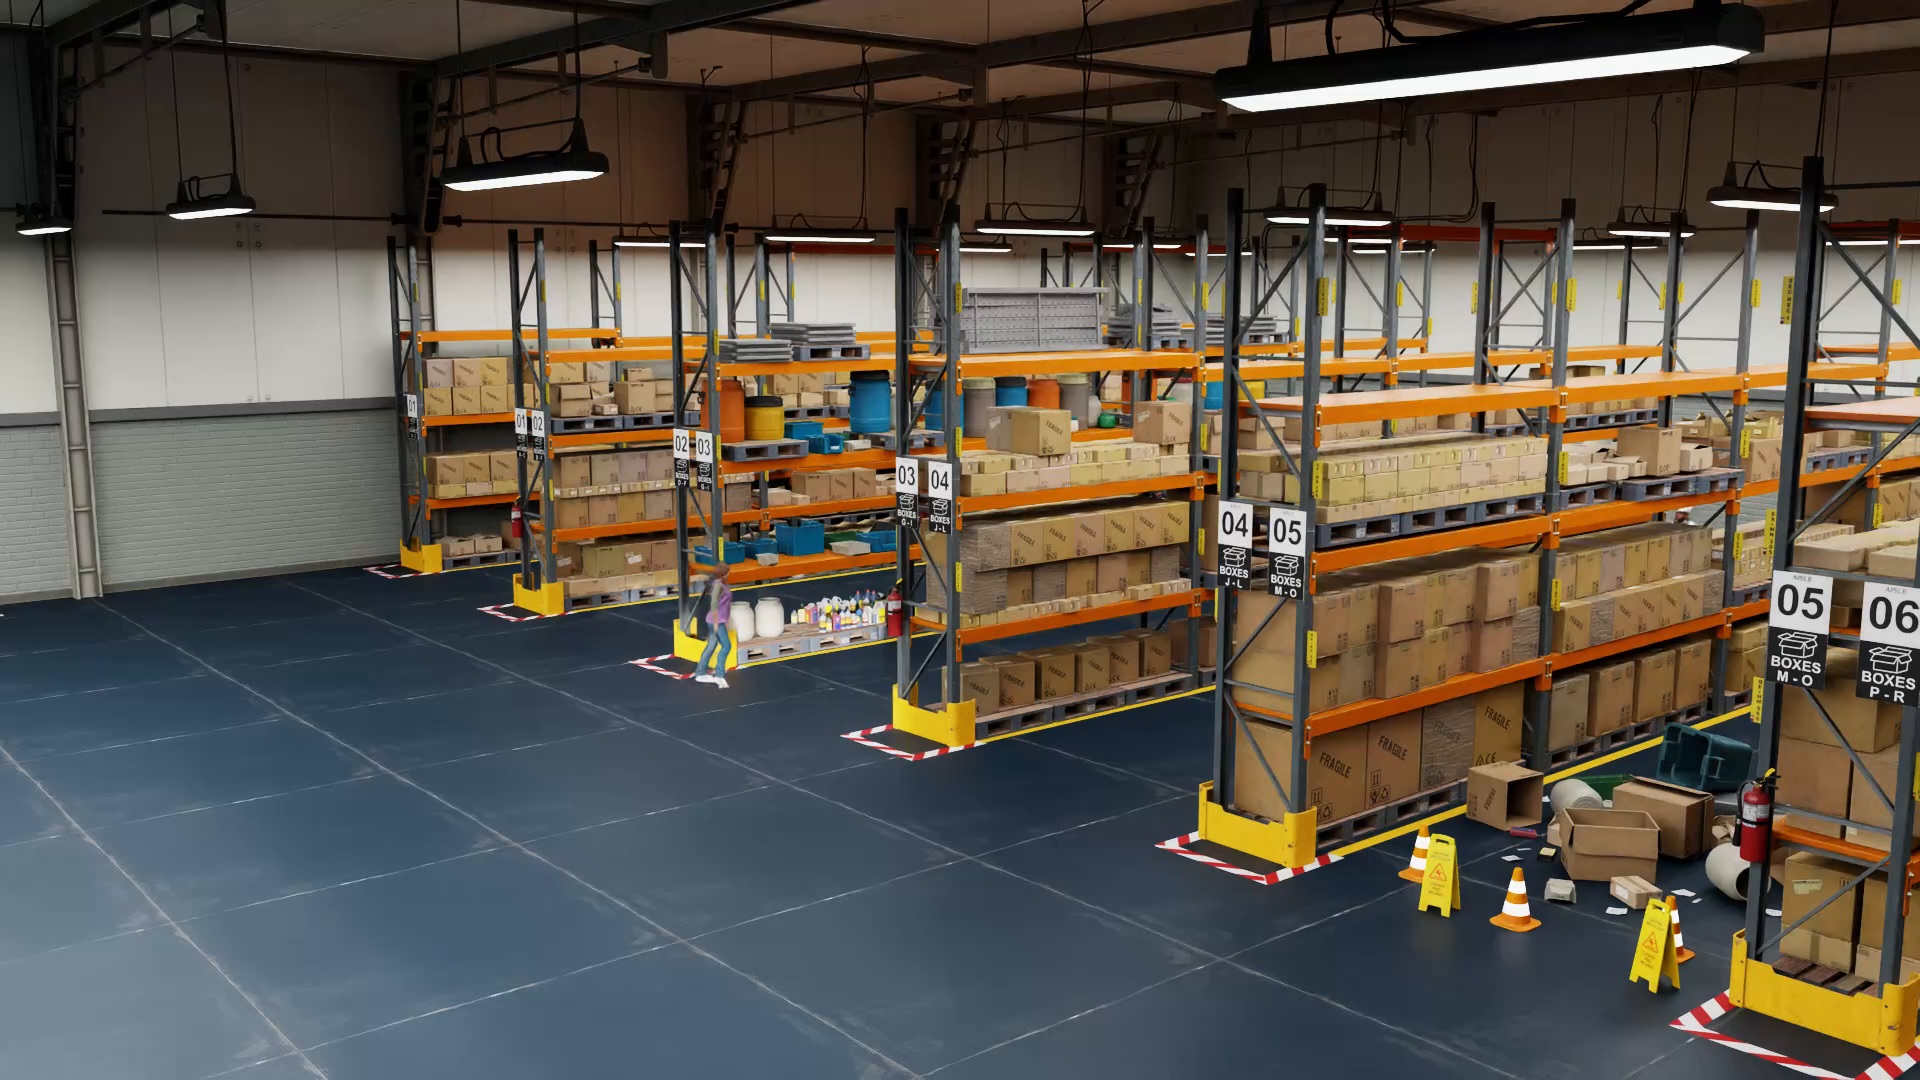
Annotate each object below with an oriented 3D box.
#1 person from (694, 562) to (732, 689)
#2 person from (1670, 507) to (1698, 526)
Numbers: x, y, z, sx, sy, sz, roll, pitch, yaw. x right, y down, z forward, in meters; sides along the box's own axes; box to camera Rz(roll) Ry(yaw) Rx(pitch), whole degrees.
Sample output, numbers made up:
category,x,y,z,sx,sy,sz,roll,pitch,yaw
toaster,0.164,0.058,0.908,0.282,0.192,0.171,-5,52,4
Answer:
category,x,y,z,sx,sy,sz,roll,pitch,yaw
person,-3.202,1.105,21.543,0.501,1.607,0.486,0,9,-1
person,11.436,0.256,26.438,1.084,1.721,0.602,-8,12,-43
